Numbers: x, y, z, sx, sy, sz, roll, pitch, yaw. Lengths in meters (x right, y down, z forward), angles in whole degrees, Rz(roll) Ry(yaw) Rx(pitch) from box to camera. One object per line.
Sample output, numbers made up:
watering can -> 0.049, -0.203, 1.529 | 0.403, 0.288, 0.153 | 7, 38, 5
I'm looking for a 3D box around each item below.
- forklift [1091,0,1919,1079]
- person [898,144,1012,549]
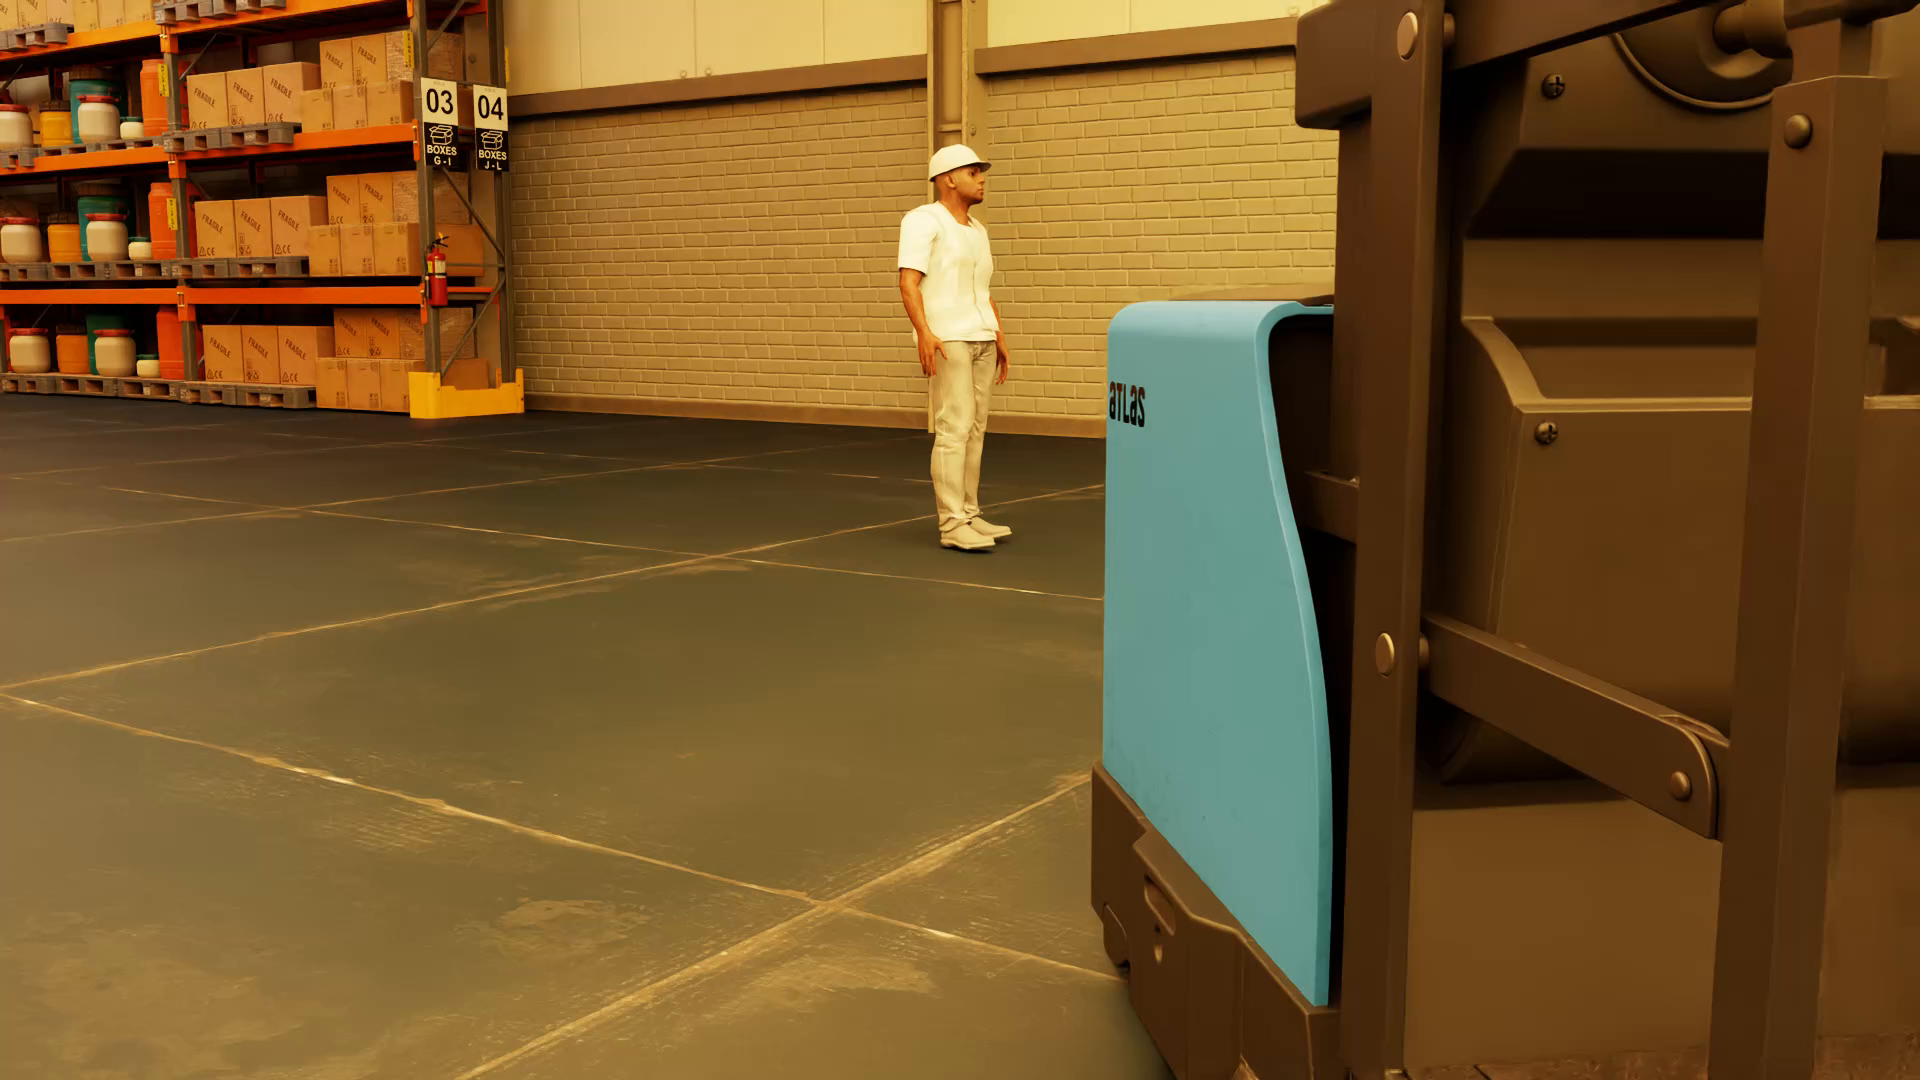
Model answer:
forklift -> 0.961, -0.582, 1.284 | 1.130, 2.935, 3.031 | -1, 8, -9
person -> 0.054, -0.875, 7.435 | 0.577, 1.765, 0.665 | 5, 10, 34
